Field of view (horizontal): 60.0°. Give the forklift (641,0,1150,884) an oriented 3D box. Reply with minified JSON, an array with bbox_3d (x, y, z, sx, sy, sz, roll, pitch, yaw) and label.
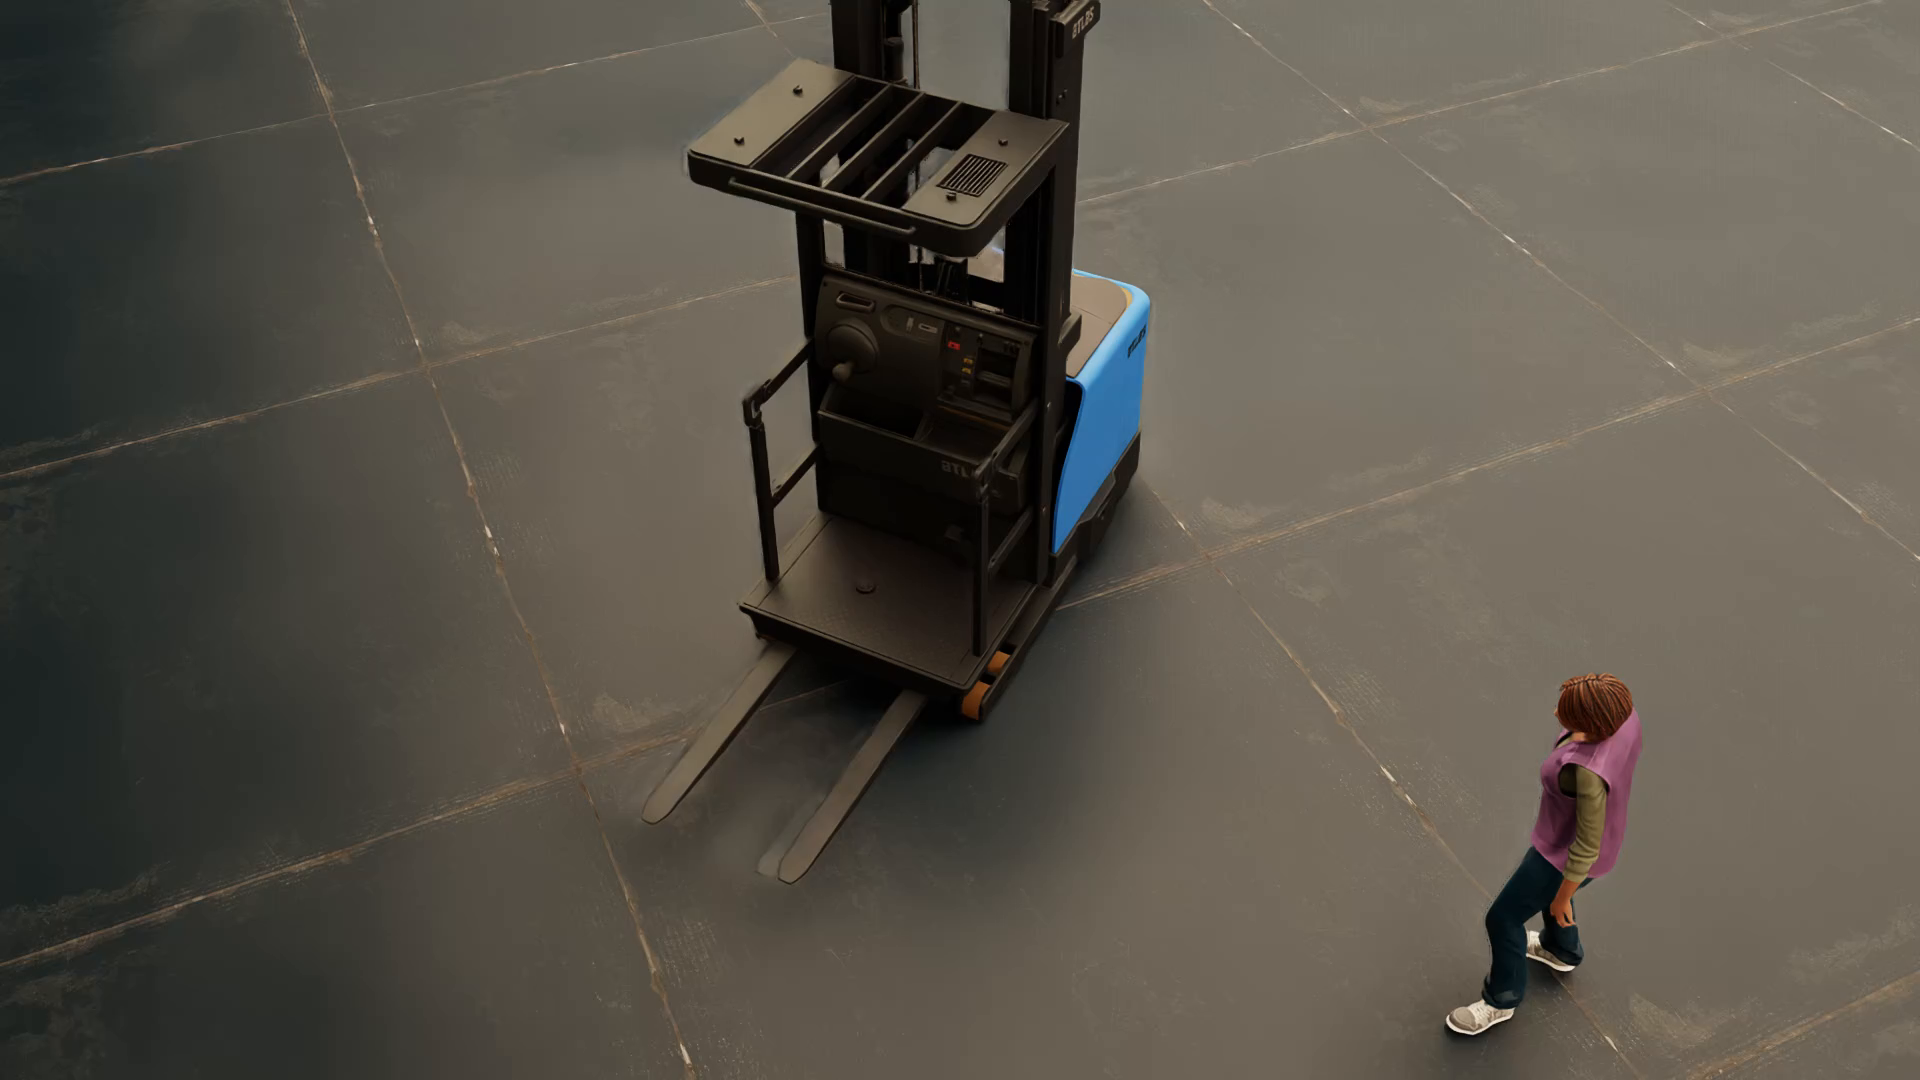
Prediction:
[{"bbox_3d":[-0.244,-0.662,6.390,1.130,2.935,3.031,19,46,19],"label":"forklift"}]

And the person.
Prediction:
[{"bbox_3d":[2.044,1.027,5.597,0.392,1.563,0.733,22,47,22],"label":"person"}]
